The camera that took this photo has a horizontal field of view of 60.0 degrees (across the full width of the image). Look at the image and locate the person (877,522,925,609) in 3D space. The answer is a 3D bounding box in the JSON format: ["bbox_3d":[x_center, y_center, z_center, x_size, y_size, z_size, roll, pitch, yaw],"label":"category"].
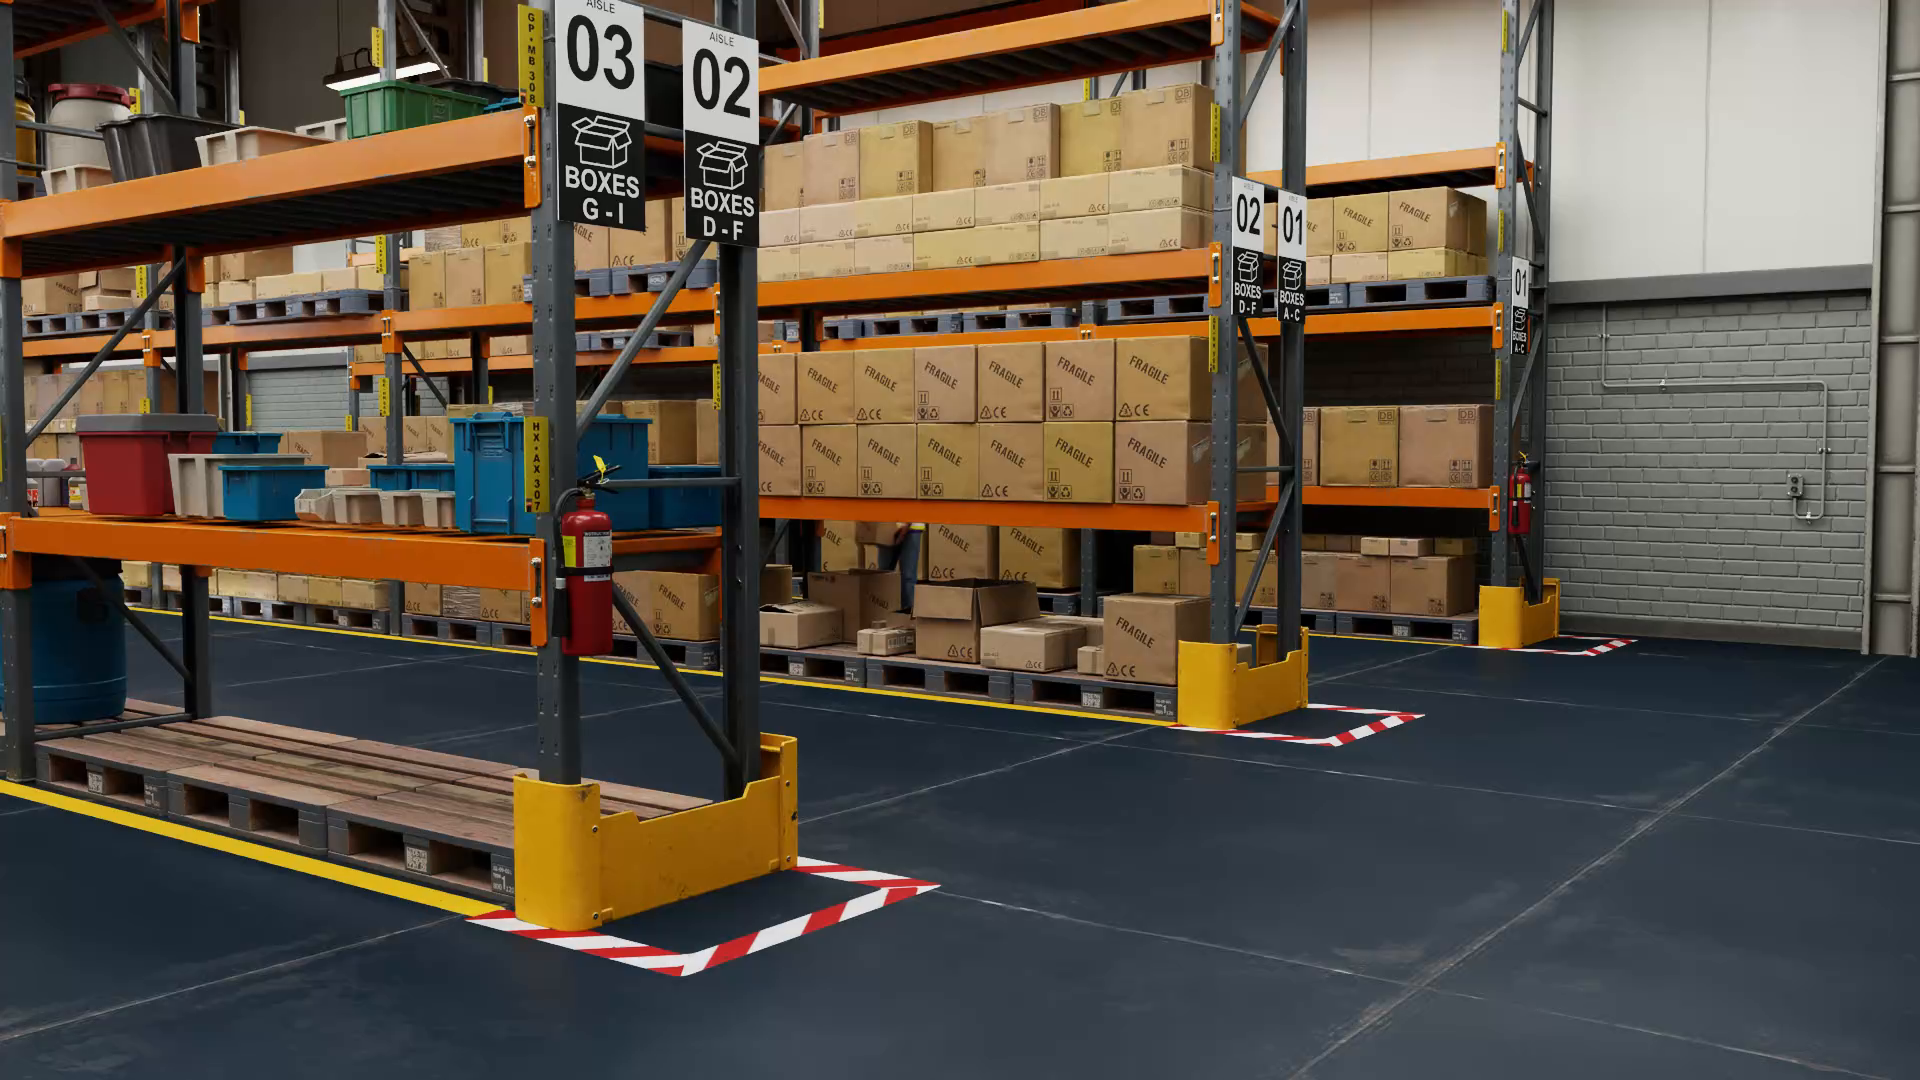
[{"bbox_3d":[-0.555,-0.059,14.702,0.565,1.772,0.538,2,4,29],"label":"person"}]
